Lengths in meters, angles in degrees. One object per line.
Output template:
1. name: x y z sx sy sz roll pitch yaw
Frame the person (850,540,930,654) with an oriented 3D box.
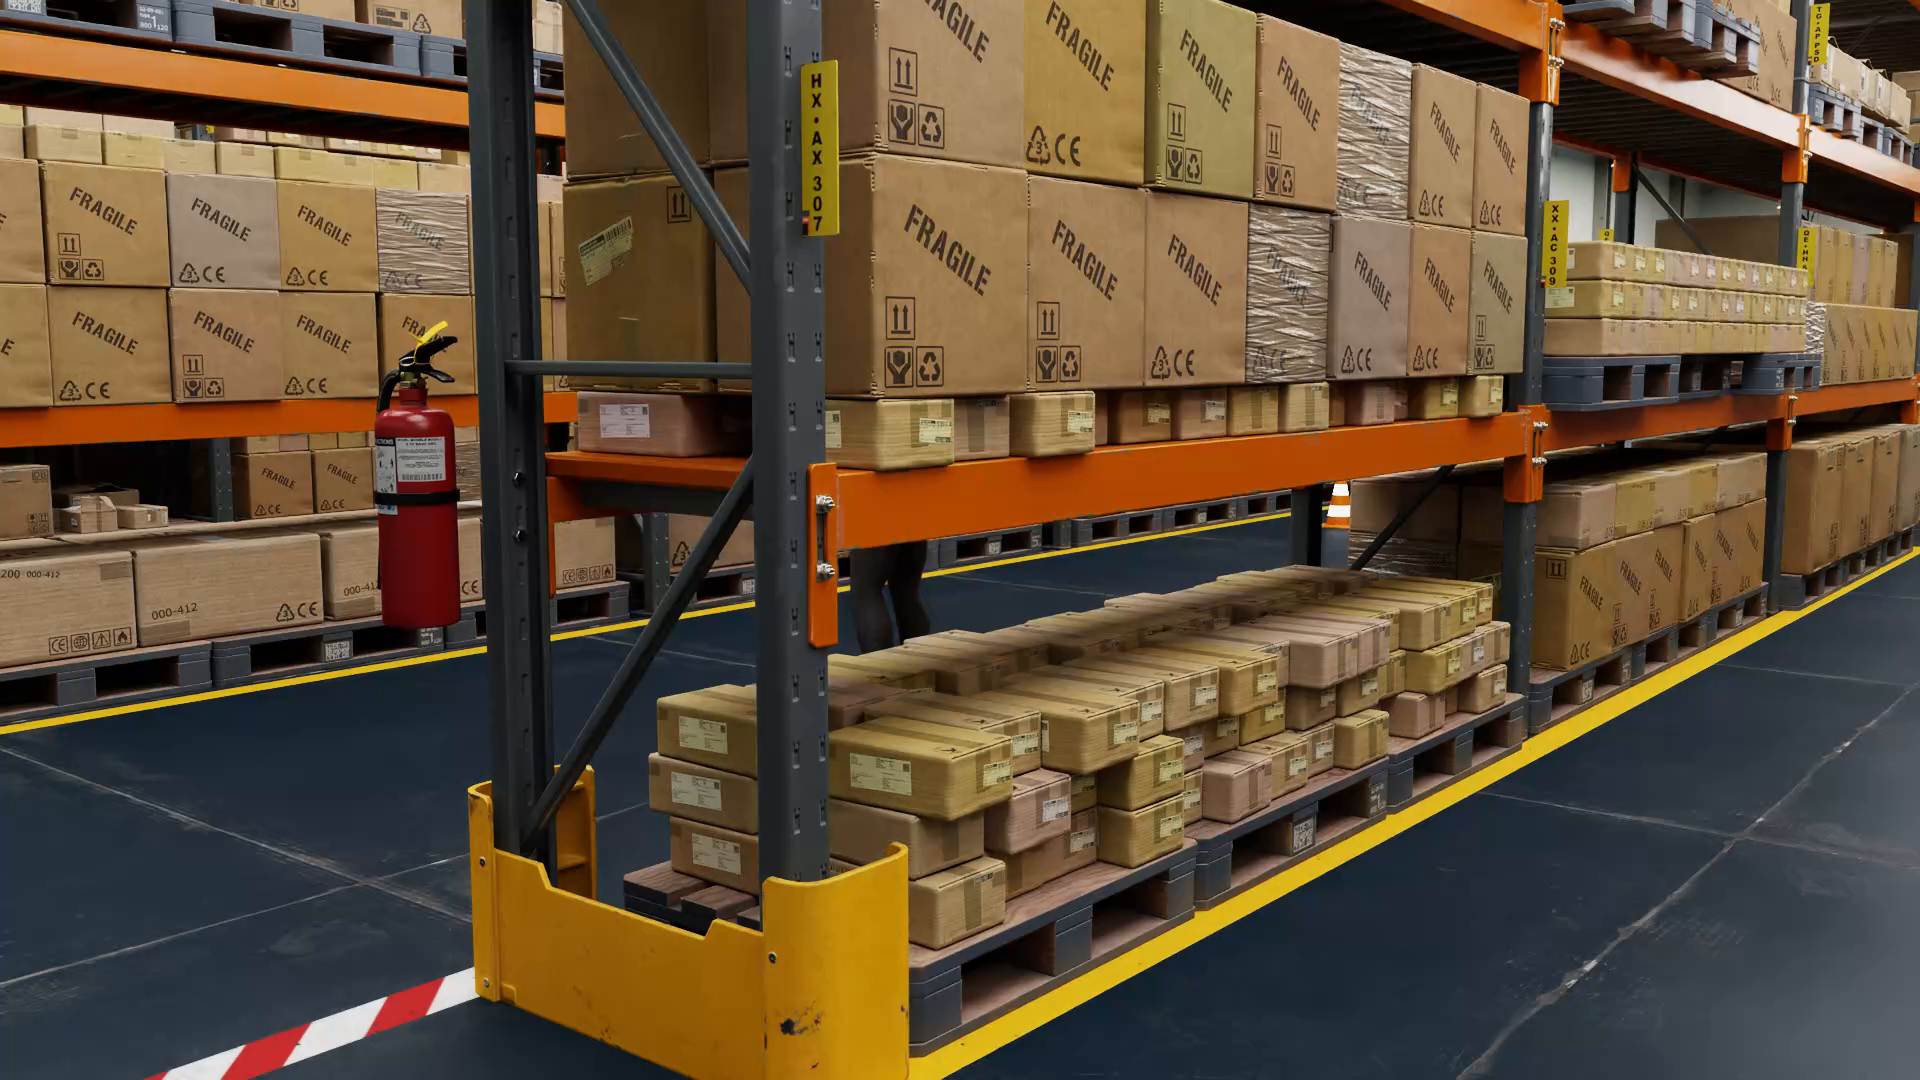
1. person: -0.334 -0.121 7.243 0.391 1.662 0.481 5 9 37
